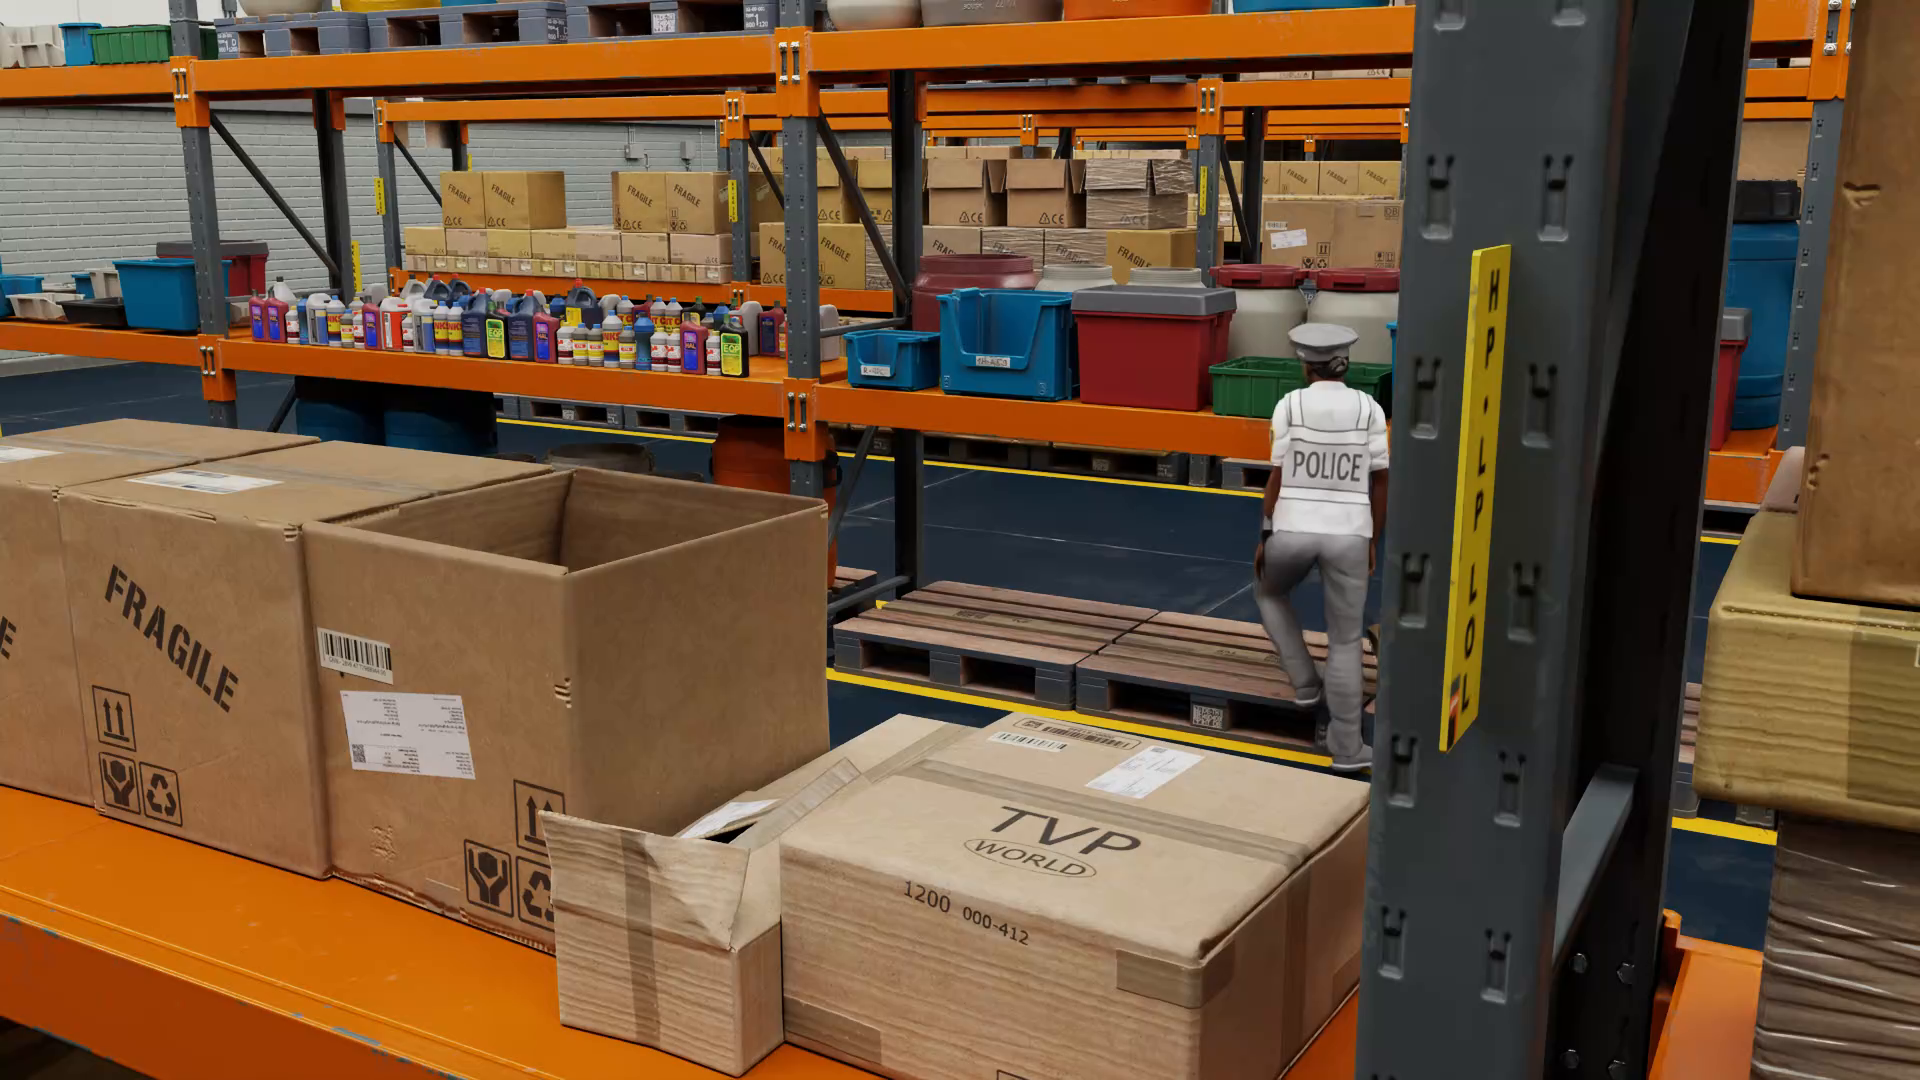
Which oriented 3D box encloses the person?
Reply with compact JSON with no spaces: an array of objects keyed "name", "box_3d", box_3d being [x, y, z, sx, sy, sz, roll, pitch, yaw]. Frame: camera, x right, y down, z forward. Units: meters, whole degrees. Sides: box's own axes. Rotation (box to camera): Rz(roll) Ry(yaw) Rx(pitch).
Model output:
[{"name":"person","box_3d":[1.391,0.021,6.328,0.539,1.659,0.532,1,13,6]}]
